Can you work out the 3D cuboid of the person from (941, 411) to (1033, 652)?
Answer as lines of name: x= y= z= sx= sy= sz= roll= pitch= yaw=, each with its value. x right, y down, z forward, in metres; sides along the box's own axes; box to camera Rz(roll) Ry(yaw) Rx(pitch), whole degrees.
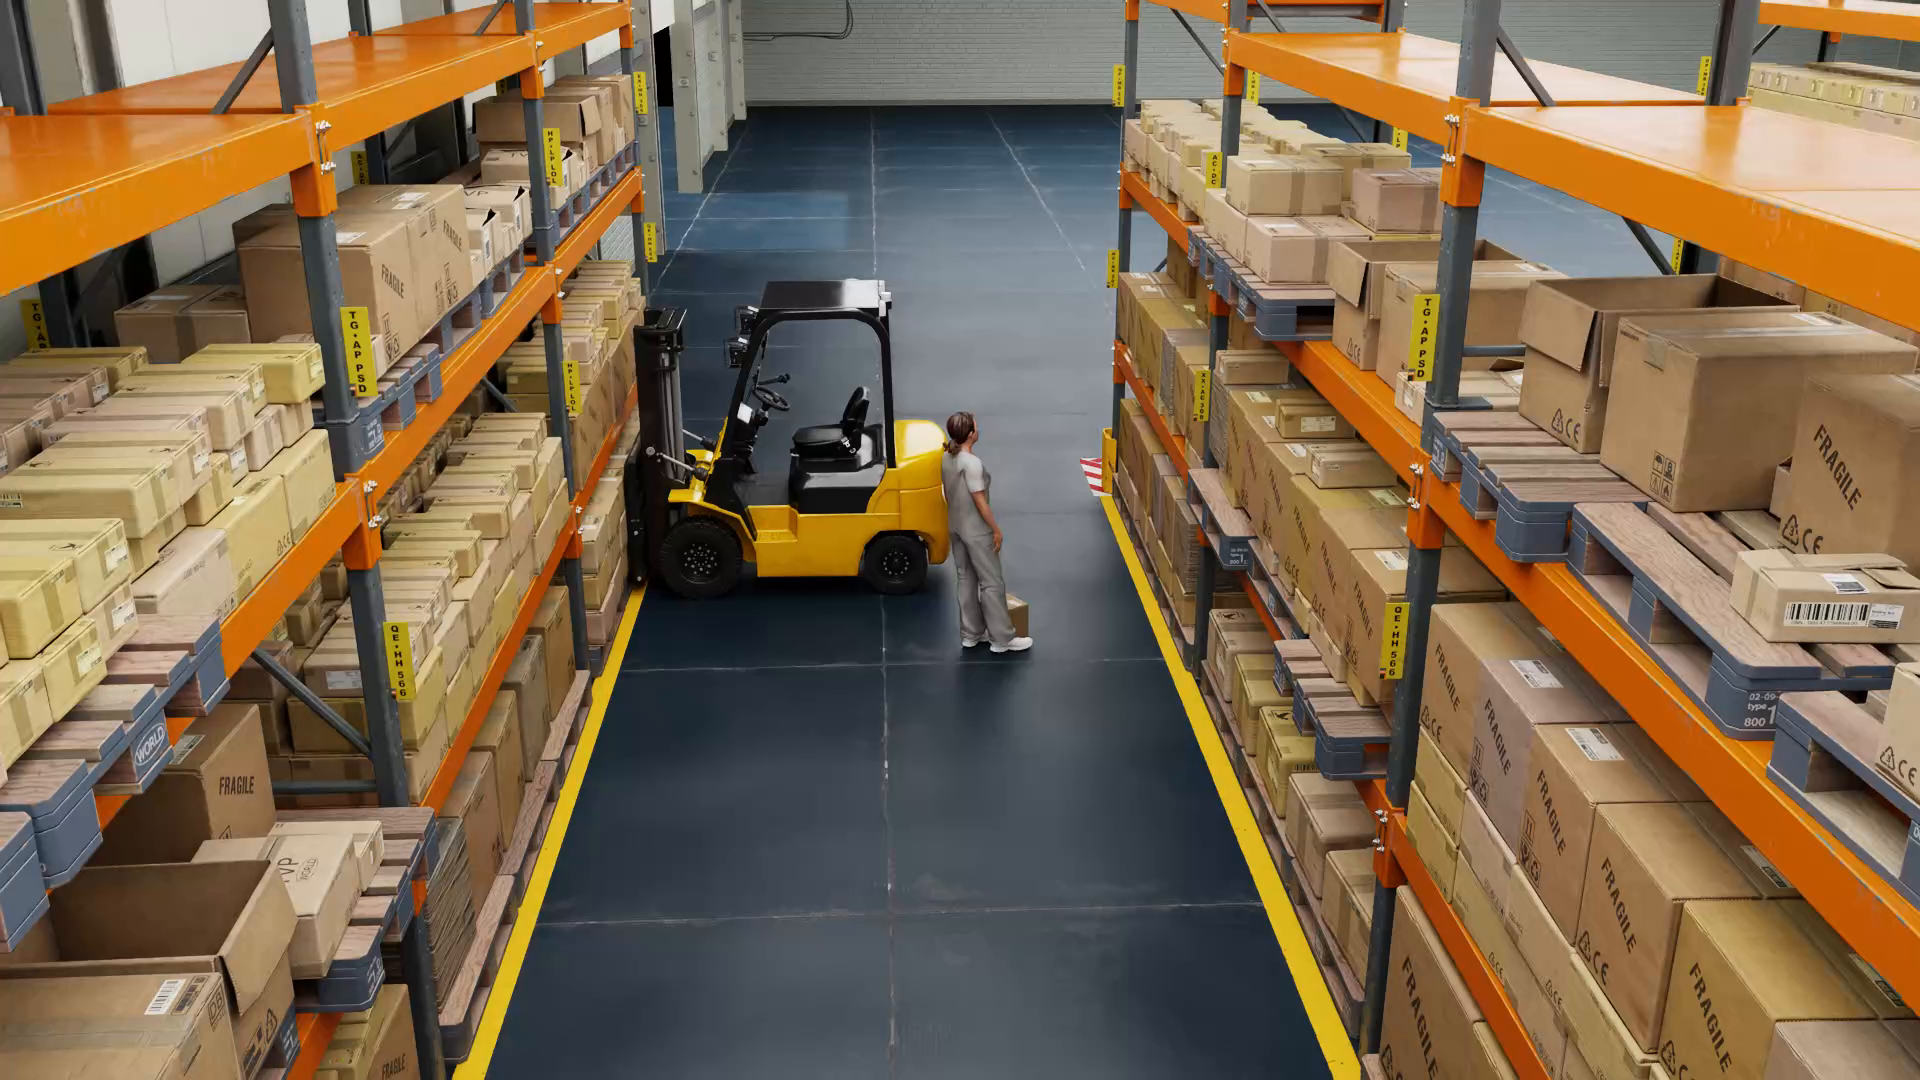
person: x=0.142 y=-0.068 z=11.248 sx=0.549 sy=1.666 sz=0.550 roll=-12 pitch=24 yaw=-30
